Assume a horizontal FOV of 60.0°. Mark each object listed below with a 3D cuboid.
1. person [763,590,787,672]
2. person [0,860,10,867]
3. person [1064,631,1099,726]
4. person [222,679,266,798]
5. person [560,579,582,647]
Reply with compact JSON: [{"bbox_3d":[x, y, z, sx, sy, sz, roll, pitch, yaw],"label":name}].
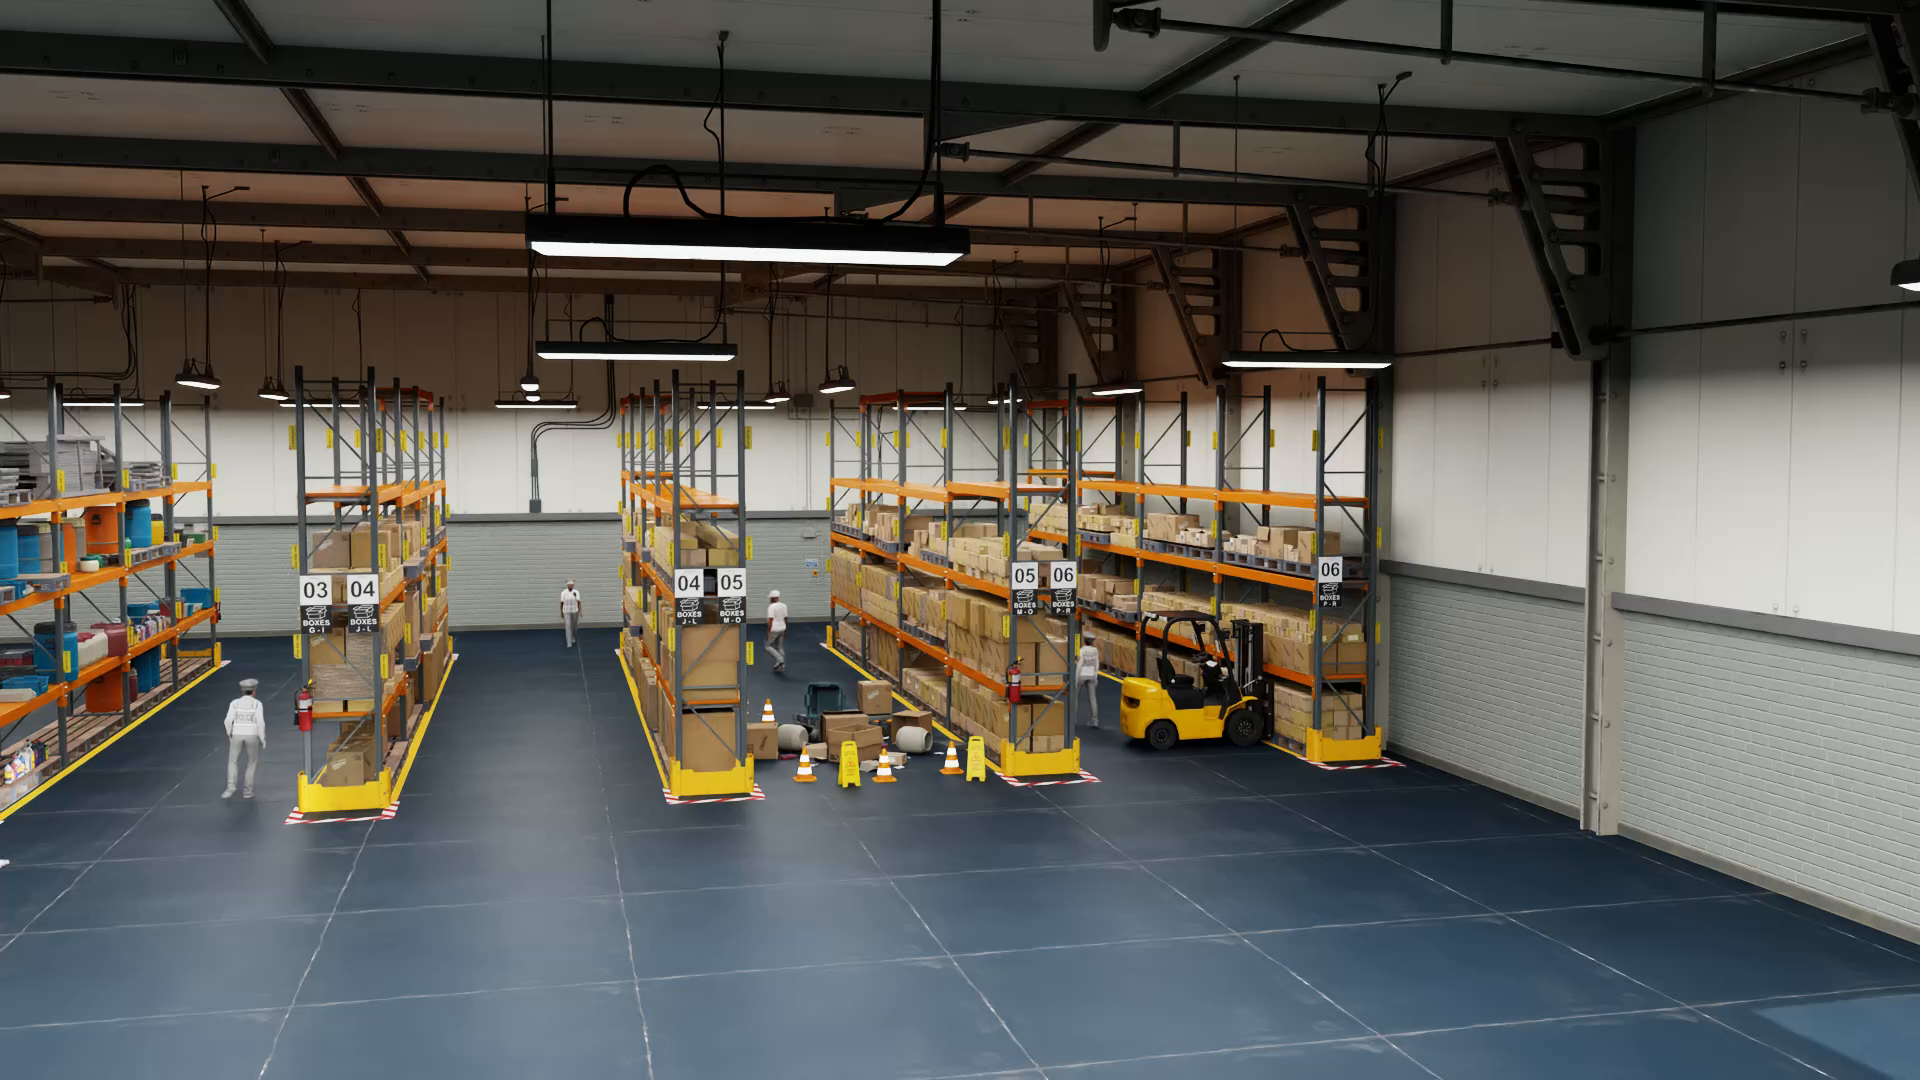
[{"bbox_3d":[-3.947,1.969,35.926,0.529,1.764,0.633,2,4,35],"label":"person"},{"bbox_3d":[-11.622,2.982,19.478,1.141,1.726,0.580,0,3,4],"label":"person"},{"bbox_3d":[2.188,2.425,29.239,0.569,1.671,0.770,-1,4,-18],"label":"person"},{"bbox_3d":[-9.989,2.794,23.206,0.544,1.650,0.607,-1,4,-13],"label":"person"},{"bbox_3d":[-9.473,1.754,40.500,0.506,1.626,1.033,-1,4,-16],"label":"person"}]
